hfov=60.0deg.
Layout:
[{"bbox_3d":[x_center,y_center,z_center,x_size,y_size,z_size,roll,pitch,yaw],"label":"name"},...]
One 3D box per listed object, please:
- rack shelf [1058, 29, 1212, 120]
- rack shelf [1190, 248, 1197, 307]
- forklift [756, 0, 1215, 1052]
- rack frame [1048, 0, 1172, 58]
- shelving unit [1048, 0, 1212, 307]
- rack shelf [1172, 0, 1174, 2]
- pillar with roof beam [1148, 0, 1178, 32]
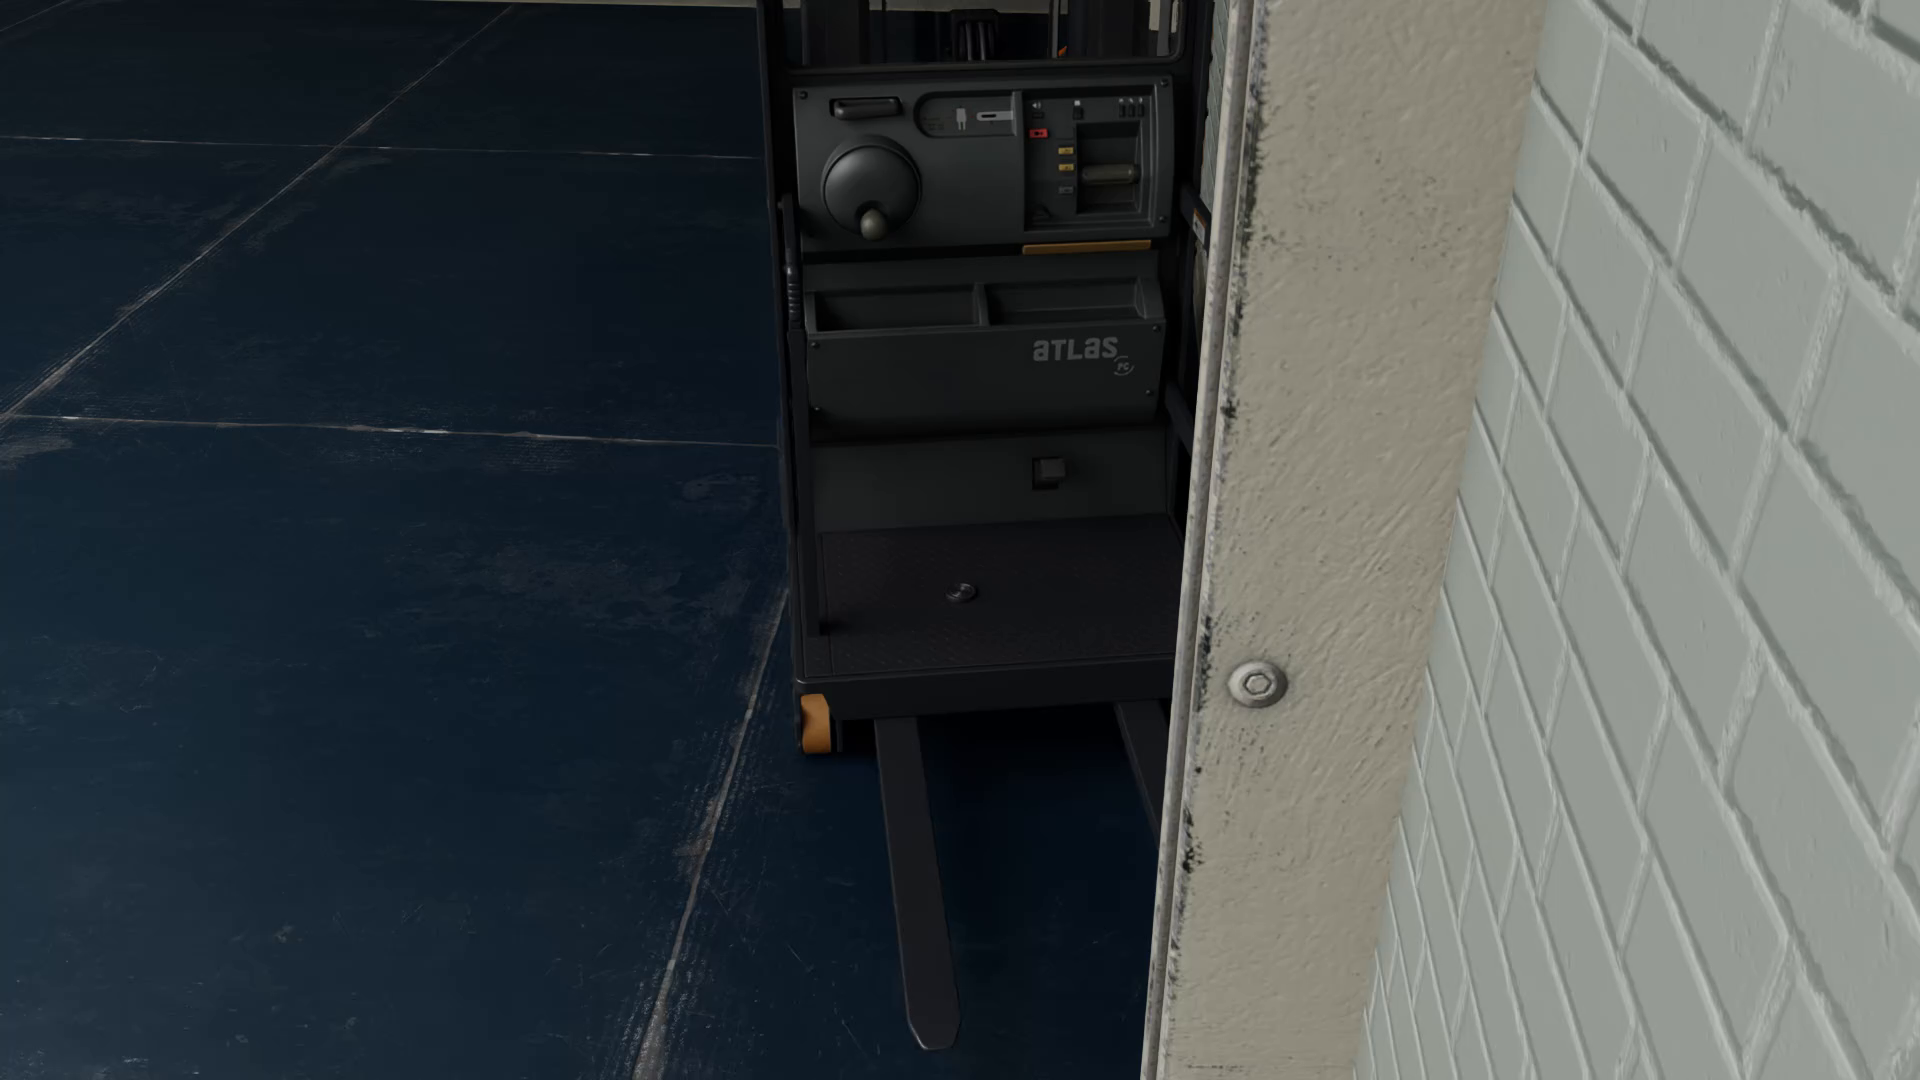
[{"bbox_3d":[0.564,-1.440,5.611,0.431,0.518,0.480,13,34,20],"label":"rack shelf"},{"bbox_3d":[0.564,-0.844,5.979,0.431,0.518,0.480,13,34,20],"label":"rack shelf"},{"bbox_3d":[0.090,-0.879,3.882,1.130,2.935,3.031,-3,32,-5],"label":"forklift"},{"bbox_3d":[0.467,-1.334,5.414,0.400,2.100,0.015,13,34,20],"label":"rack frame"},{"bbox_3d":[0.564,-1.452,5.604,0.431,2.100,0.503,13,34,20],"label":"shelving unit"},{"bbox_3d":[0.564,-2.036,5.244,0.431,0.518,0.480,13,34,20],"label":"rack shelf"},{"bbox_3d":[-3.314,-5.853,6.170,9.100,9.000,0.400,2,32,4],"label":"pillar with roof beam"}]
